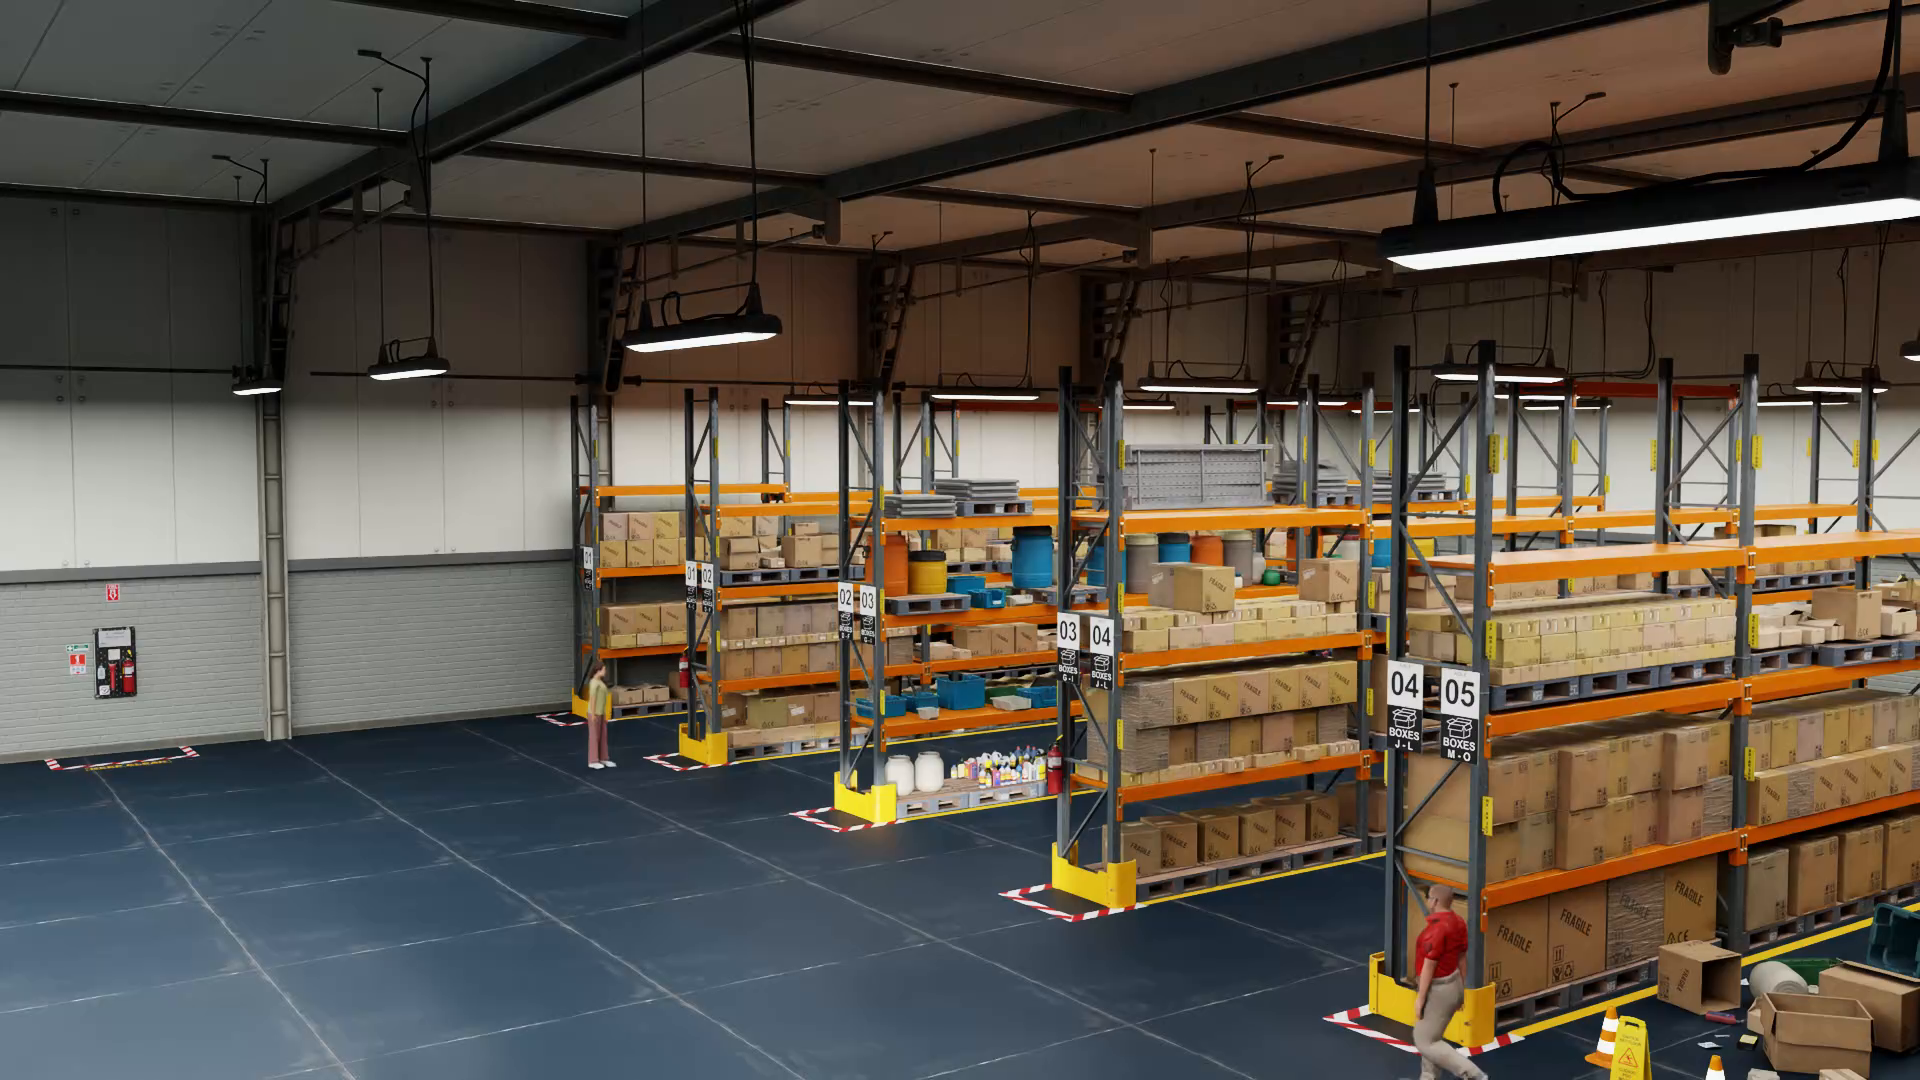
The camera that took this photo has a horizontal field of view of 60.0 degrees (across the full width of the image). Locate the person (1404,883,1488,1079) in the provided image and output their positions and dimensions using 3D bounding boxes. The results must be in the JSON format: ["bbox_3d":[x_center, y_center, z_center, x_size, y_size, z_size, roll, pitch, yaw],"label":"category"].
[{"bbox_3d":[3.757,3.519,12.891,0.753,1.715,0.522,2,4,33],"label":"person"}]

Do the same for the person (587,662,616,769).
[{"bbox_3d":[-5.669,2.756,26.184,0.398,1.693,0.471,0,3,2],"label":"person"}]
